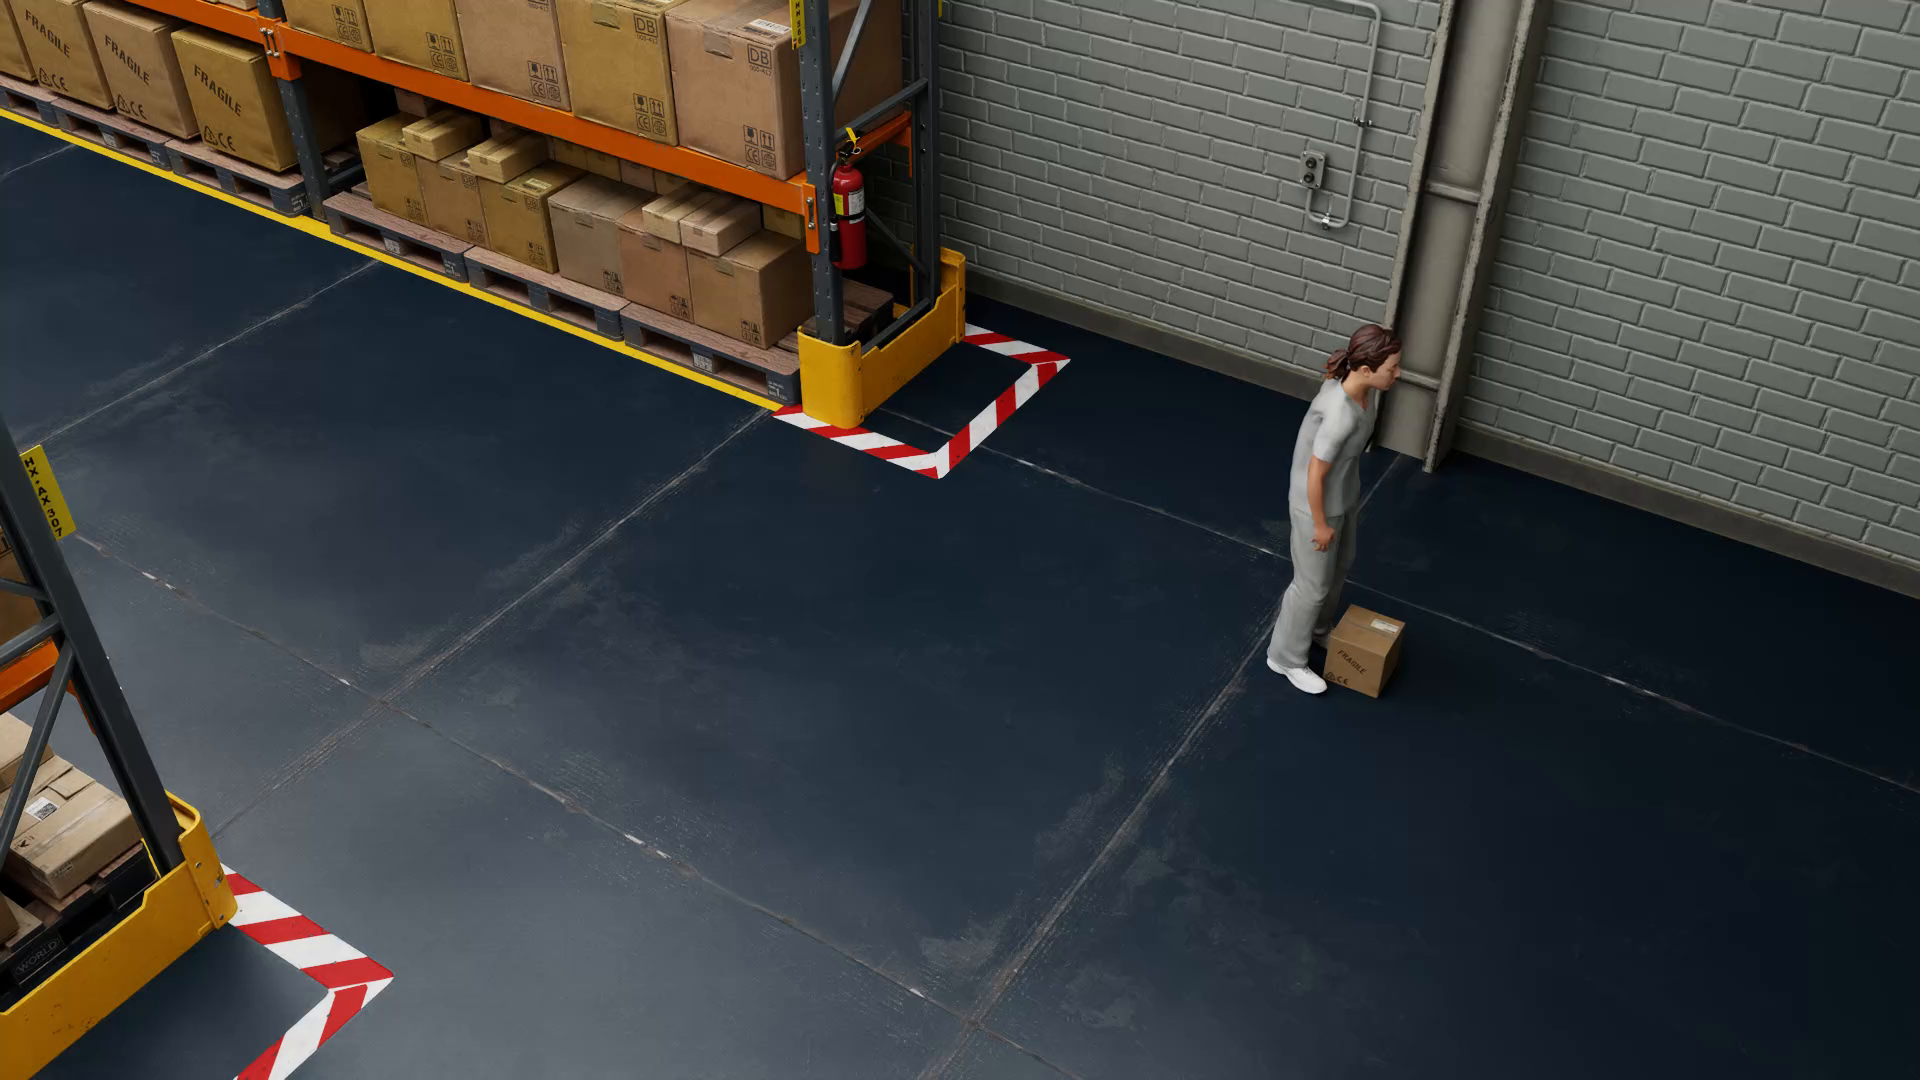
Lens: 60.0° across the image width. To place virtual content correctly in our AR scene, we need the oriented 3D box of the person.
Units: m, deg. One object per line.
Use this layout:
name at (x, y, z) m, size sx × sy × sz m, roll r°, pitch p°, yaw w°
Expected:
person at (1.541, -0.155, 6.876) m, size 0.364 × 1.671 × 0.513 m, roll 19°, pitch 42°, yaw 22°
